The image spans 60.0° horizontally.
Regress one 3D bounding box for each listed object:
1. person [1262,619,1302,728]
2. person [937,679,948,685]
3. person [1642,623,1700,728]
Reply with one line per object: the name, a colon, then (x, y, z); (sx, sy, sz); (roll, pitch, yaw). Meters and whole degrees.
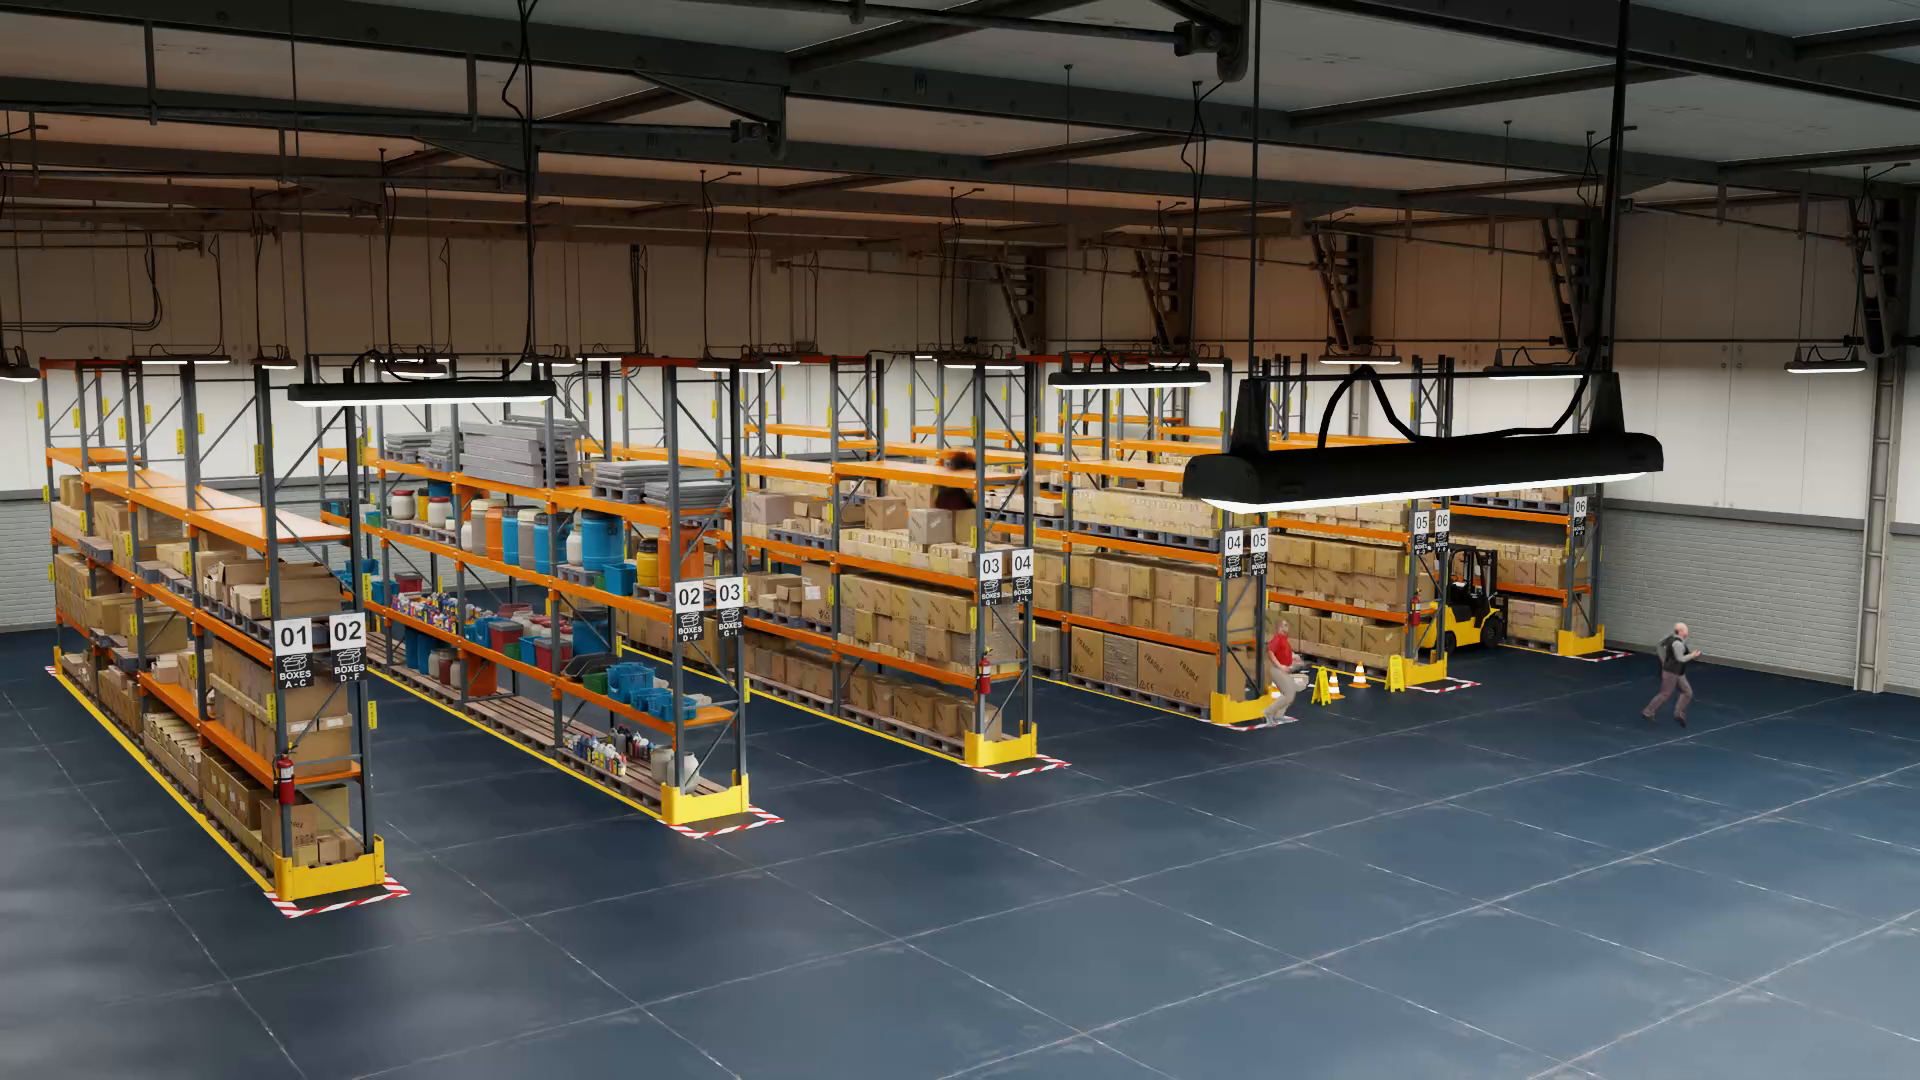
person: (5.099, 2.106, 26.245); (0.559, 1.733, 0.687); (2, 7, 15)
person: (-0.266, 1.805, 30.553); (0.526, 1.721, 0.770); (6, 9, 41)
person: (11.638, 2.230, 27.199); (0.827, 1.791, 0.625); (3, 7, 23)
